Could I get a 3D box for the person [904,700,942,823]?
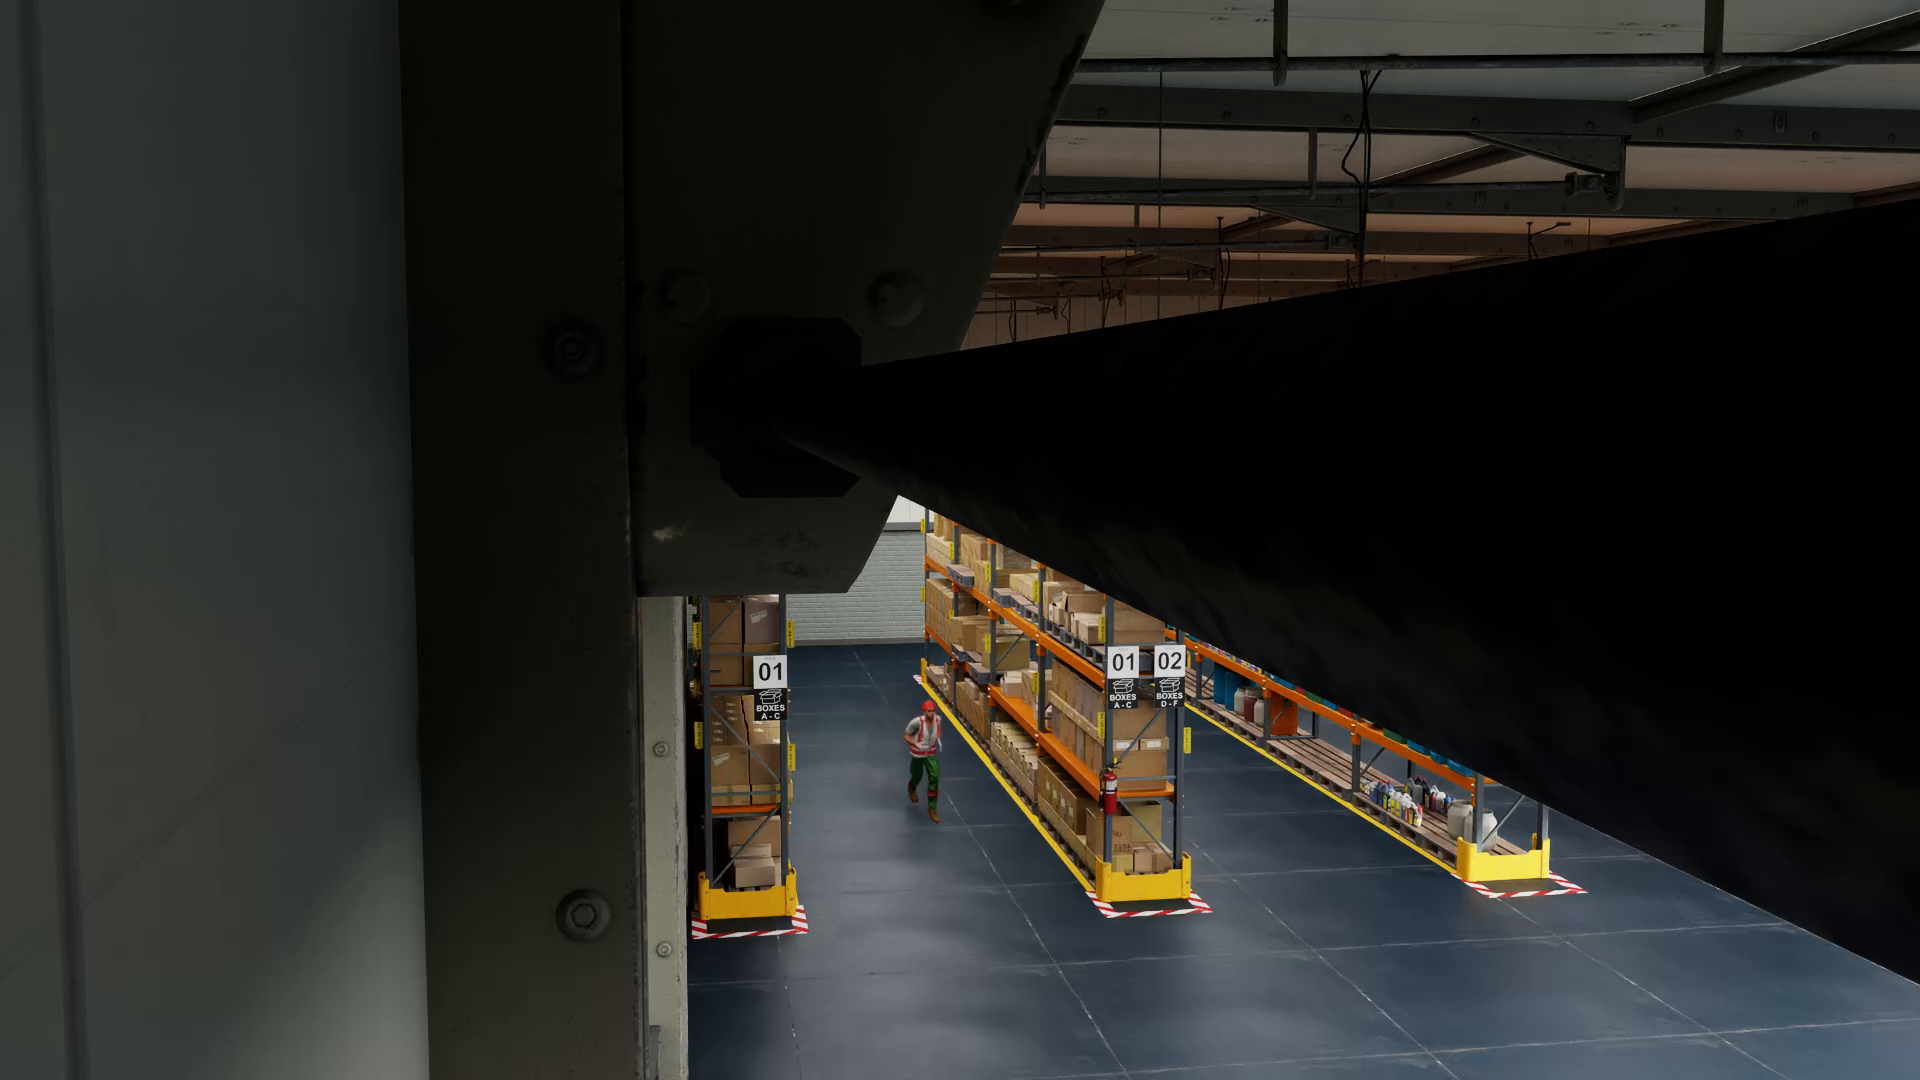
[{"bbox_3d":[-0.559,3.255,24.991,0.658,1.779,1.126,-2,5,-20],"label":"person"}]
